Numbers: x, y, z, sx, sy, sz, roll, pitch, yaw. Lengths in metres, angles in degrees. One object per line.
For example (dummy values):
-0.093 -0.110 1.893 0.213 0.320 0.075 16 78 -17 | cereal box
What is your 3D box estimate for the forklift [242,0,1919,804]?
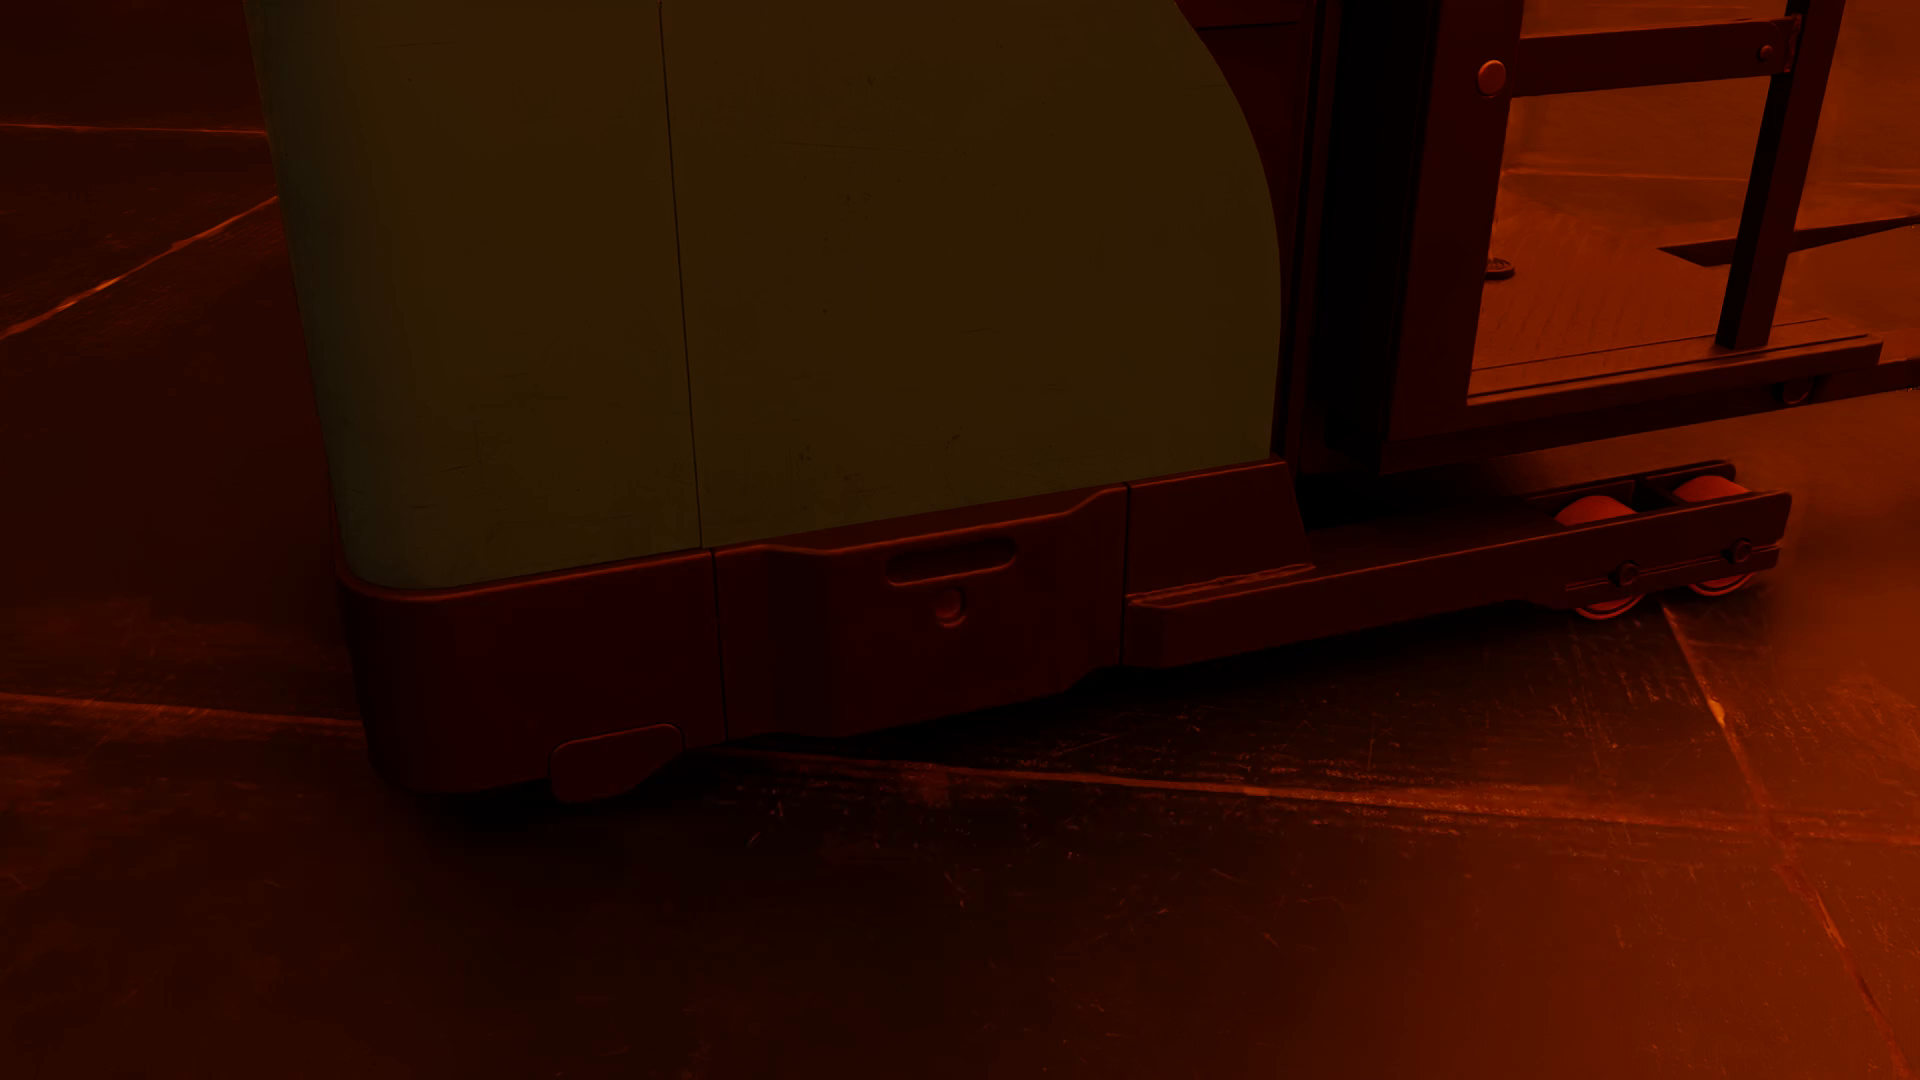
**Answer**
0.619 -1.414 2.051 3.031 2.935 1.130 -9 28 -18 | forklift
